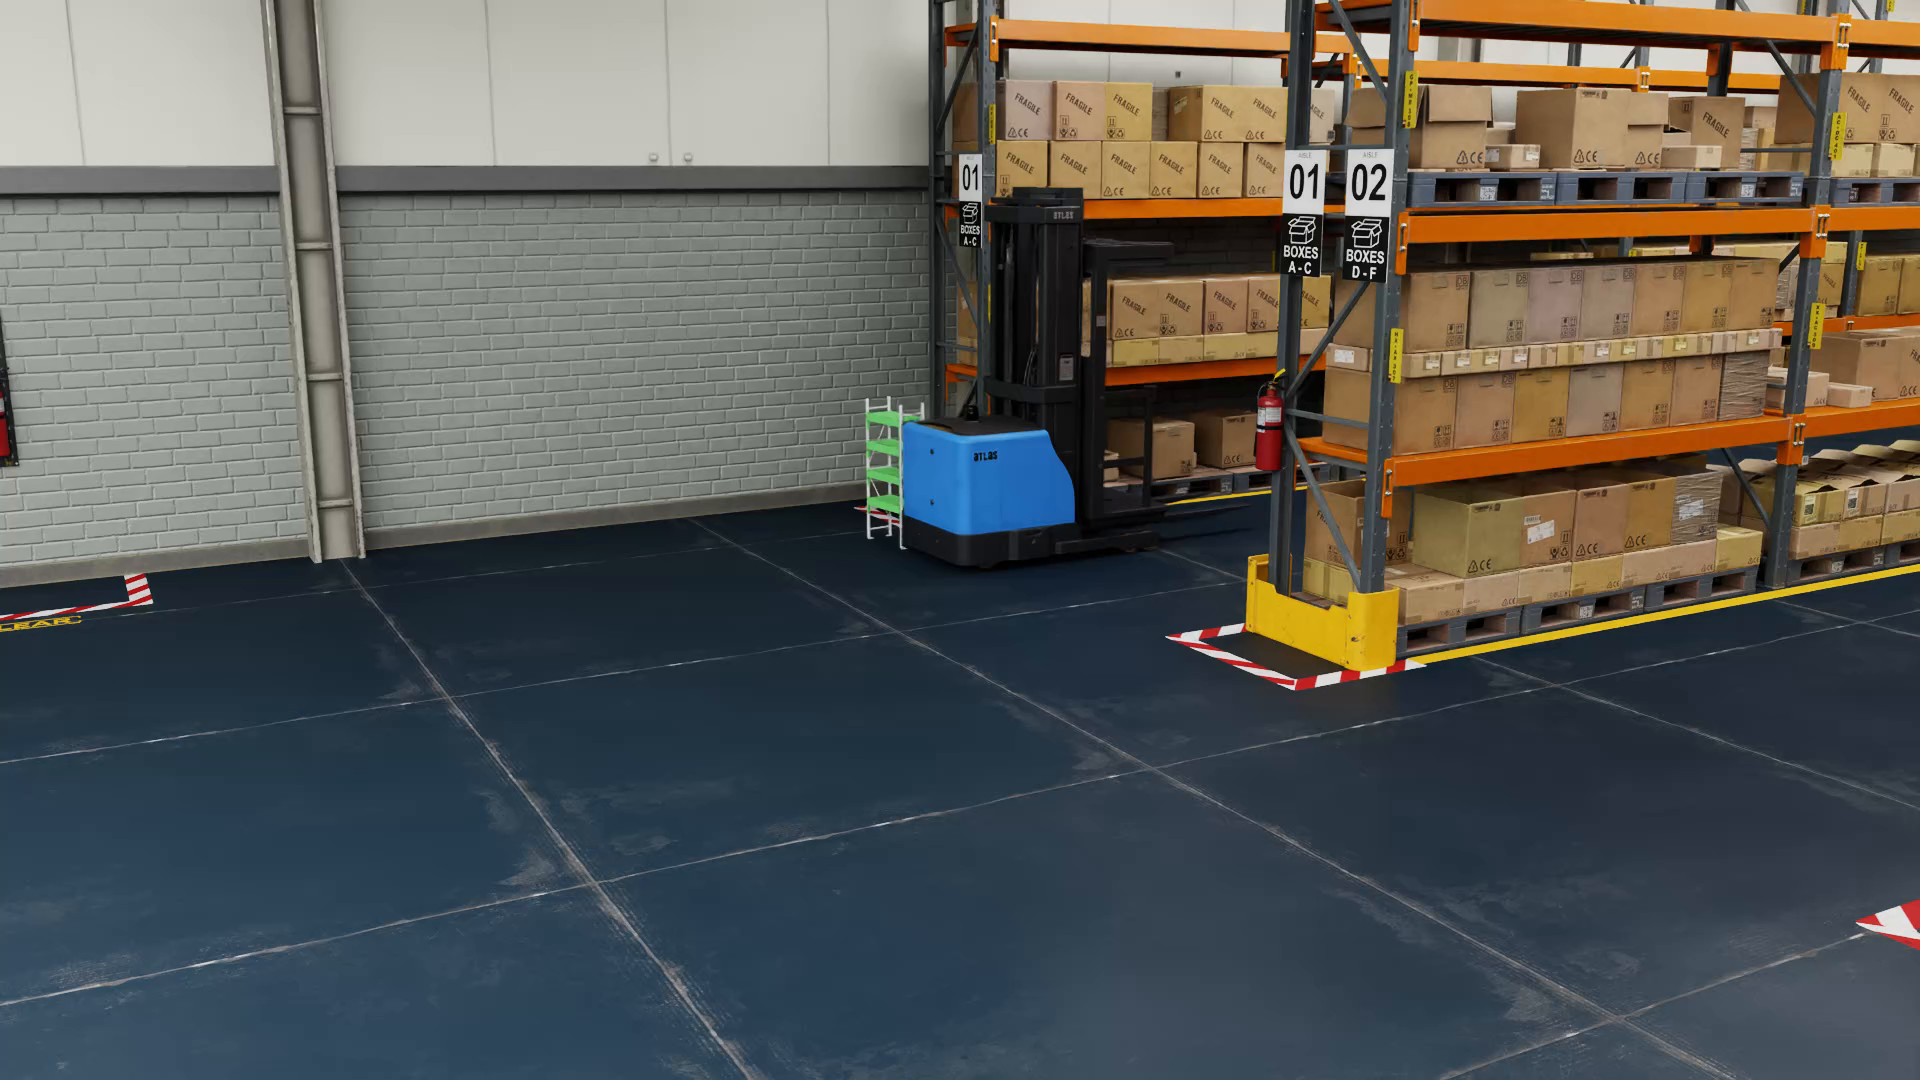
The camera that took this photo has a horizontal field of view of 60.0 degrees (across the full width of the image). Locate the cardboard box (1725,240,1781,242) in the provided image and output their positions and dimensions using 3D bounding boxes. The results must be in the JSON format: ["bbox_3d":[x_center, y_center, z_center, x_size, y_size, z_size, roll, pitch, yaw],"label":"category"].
[{"bbox_3d":[9.557,-3.498,20.160,0.500,0.250,0.500,-7,14,-27],"label":"cardboard box"}]

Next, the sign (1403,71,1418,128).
[{"bbox_3d":[2.646,-2.587,9.769,0.005,0.325,0.100,-7,14,-28],"label":"sign"}]

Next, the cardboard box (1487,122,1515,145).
[{"bbox_3d":[3.758,-2.689,11.324,0.500,0.311,0.500,-5,14,-21],"label":"cardboard box"}]

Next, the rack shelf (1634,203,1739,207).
[{"bbox_3d":[8.786,-3.885,19.345,4.000,0.370,1.077,-7,14,-28],"label":"rack shelf"}]

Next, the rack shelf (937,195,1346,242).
[{"bbox_3d":[1.764,-3.043,15.605,4.000,0.370,1.077,-7,14,-28],"label":"rack shelf"}]

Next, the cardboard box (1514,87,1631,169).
[{"bbox_3d":[3.974,-2.673,10.821,0.500,0.500,0.500,-7,14,-28],"label":"cardboard box"}]

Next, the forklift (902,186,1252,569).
[{"bbox_3d":[1.060,-1.415,13.720,3.031,2.935,1.130,-7,15,-29],"label":"forklift"}]

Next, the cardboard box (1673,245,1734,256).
[{"bbox_3d":[8.461,-3.239,19.013,0.500,0.250,0.500,-7,14,-27],"label":"cardboard box"}]

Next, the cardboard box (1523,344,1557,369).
[{"bbox_3d":[3.739,-1.240,11.081,0.250,0.149,0.380,-7,15,-30],"label":"cardboard box"}]

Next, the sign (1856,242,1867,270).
[{"bbox_3d":[10.810,-3.405,19.952,0.005,0.325,0.100,-7,14,-28],"label":"sign"}]

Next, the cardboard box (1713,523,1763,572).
[{"bbox_3d":[5.594,0.041,12.402,0.500,0.250,0.500,-7,14,-28],"label":"cardboard box"}]

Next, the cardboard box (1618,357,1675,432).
[{"bbox_3d":[4.608,-1.079,11.843,0.500,0.500,0.700,-7,14,-27],"label":"cardboard box"}]

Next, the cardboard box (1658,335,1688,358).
[{"bbox_3d":[4.867,-1.375,11.684,0.250,0.149,0.380,-7,14,-28],"label":"cardboard box"}]

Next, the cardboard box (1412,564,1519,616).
[{"bbox_3d":[3.400,0.304,11.233,0.500,0.250,0.500,-7,14,-28],"label":"cardboard box"}]

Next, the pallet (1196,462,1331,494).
[{"bbox_3d":[2.947,-0.703,16.753,1.213,0.211,1.003,-7,14,-28],"label":"pallet"}]

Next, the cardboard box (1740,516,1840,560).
[{"bbox_3d":[6.369,-0.045,12.783,0.500,0.250,0.500,-7,15,-29],"label":"cardboard box"}]

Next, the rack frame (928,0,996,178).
[{"bbox_3d":[0.009,-4.647,14.262,0.127,3.000,1.000,-7,14,-28],"label":"rack frame"}]

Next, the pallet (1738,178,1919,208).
[{"bbox_3d":[6.665,-2.652,12.666,1.217,0.209,0.805,-8,15,-30],"label":"pallet"}]

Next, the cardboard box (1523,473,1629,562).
[{"bbox_3d":[4.281,-0.166,11.613,0.500,0.500,0.500,-7,14,-28],"label":"cardboard box"}]

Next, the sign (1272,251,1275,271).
[{"bbox_3d":[3.251,-2.812,17.137,0.005,0.325,0.100,-7,14,-28],"label":"sign"}]

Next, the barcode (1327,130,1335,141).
[{"bbox_3d":[2.419,-2.637,10.842,0.075,0.075,0.001,-7,14,-28],"label":"barcode"}]

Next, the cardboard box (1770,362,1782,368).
[{"bbox_3d":[6.580,-1.249,13.133,0.258,0.266,0.396,-7,15,-29],"label":"cardboard box"}]

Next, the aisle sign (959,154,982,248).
[{"bbox_3d":[0.089,-2.923,14.345,0.004,0.787,0.394,-7,14,-28],"label":"aisle sign"}]

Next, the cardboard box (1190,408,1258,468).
[{"bbox_3d":[2.628,-1.019,16.497,0.500,0.500,0.500,-8,15,-32],"label":"cardboard box"}]

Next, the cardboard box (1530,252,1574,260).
[{"bbox_3d":[6.467,-3.063,18.180,0.250,0.149,0.380,-10,16,-37],"label":"cardboard box"}]

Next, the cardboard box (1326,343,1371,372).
[{"bbox_3d":[2.630,-1.208,10.940,0.250,0.149,0.380,-7,15,-29],"label":"cardboard box"}]

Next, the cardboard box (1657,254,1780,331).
[{"bbox_3d":[5.510,-1.821,12.184,0.500,0.500,0.700,-7,14,-28],"label":"cardboard box"}]

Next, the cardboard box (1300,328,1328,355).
[{"bbox_3d":[3.249,-1.969,16.324,0.500,0.250,0.500,-7,14,-28],"label":"cardboard box"}]

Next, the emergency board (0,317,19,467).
[{"bbox_3d":[-7.245,-1.077,12.061,0.643,1.169,0.194,-7,14,-28],"label":"emergency board"}]

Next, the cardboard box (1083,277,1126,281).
[{"bbox_3d":[1.219,-2.219,15.727,0.500,0.500,0.500,-7,15,-29],"label":"cardboard box"}]

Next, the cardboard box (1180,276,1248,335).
[{"bbox_3d":[2.371,-2.230,15.772,0.500,0.500,0.500,-7,15,-29],"label":"cardboard box"}]

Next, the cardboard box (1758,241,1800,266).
[{"bbox_3d":[9.801,-3.402,19.734,0.500,0.250,0.500,-6,14,-27],"label":"cardboard box"}]

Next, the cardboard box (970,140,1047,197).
[{"bbox_3d":[0.422,-3.229,14.521,0.500,0.500,0.500,-6,14,-26],"label":"cardboard box"}]

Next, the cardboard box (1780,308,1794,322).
[{"bbox_3d":[9.718,-2.691,19.761,0.250,0.149,0.380,-7,14,-28],"label":"cardboard box"}]

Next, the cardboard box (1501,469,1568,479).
[{"bbox_3d":[4.024,-0.269,12.072,0.500,0.500,0.500,-7,14,-28],"label":"cardboard box"}]

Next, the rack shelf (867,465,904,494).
[{"bbox_3d":[-0.542,-0.506,13.917,0.258,0.148,0.480,-9,16,-36],"label":"rack shelf"}]

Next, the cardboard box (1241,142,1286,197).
[{"bbox_3d":[2.745,-3.511,15.775,0.500,0.500,0.500,-8,15,-33],"label":"cardboard box"}]

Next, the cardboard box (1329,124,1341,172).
[{"bbox_3d":[4.038,-3.900,16.591,0.500,0.500,0.500,-5,13,-20],"label":"cardboard box"}]

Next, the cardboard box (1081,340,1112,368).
[{"bbox_3d":[1.038,-1.704,15.146,0.500,0.250,0.500,-7,15,-30],"label":"cardboard box"}]

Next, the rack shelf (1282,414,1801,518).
[{"bbox_3d":[4.141,-0.625,11.694,4.000,0.370,1.077,-7,14,-28],"label":"rack shelf"}]

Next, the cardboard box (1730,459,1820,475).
[{"bbox_3d":[6.568,-0.478,13.428,0.500,0.311,0.500,-6,14,-26],"label":"cardboard box"}]

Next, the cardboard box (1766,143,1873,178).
[{"bbox_3d":[6.442,-2.845,12.471,0.500,0.250,0.500,-5,14,-22],"label":"cardboard box"}]

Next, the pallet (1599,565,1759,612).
[{"bbox_3d":[5.179,0.249,12.521,1.213,0.211,1.003,-7,14,-28],"label":"pallet"}]

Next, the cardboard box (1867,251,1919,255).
[{"bbox_3d":[12.303,-3.337,21.422,0.700,0.700,0.980,-8,15,-31],"label":"cardboard box"}]

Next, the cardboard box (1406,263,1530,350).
[{"bbox_3d":[3.307,-1.556,11.010,0.500,0.500,0.700,-7,15,-29],"label":"cardboard box"}]

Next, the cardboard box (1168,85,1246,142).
[{"bbox_3d":[2.281,-3.929,15.354,0.500,0.500,0.500,-7,15,-30],"label":"cardboard box"}]

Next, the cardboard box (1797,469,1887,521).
[{"bbox_3d":[6.821,-0.371,12.954,0.500,0.311,0.500,-7,14,-29],"label":"cardboard box"}]

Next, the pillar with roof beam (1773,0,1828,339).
[{"bbox_3d":[12.804,-5.320,17.253,0.400,9.000,9.100,-7,14,-28],"label":"pillar with roof beam"}]

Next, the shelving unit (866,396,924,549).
[{"bbox_3d":[-0.542,-0.569,13.903,0.258,1.200,0.503,-9,16,-36],"label":"shelving unit"}]

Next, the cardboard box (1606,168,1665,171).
[{"bbox_3d":[7.421,-4.350,18.543,0.500,0.500,0.700,-8,15,-32],"label":"cardboard box"}]

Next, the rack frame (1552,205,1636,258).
[{"bbox_3d":[7.031,-2.562,18.660,0.127,3.000,1.000,-7,14,-28],"label":"rack frame"}]
